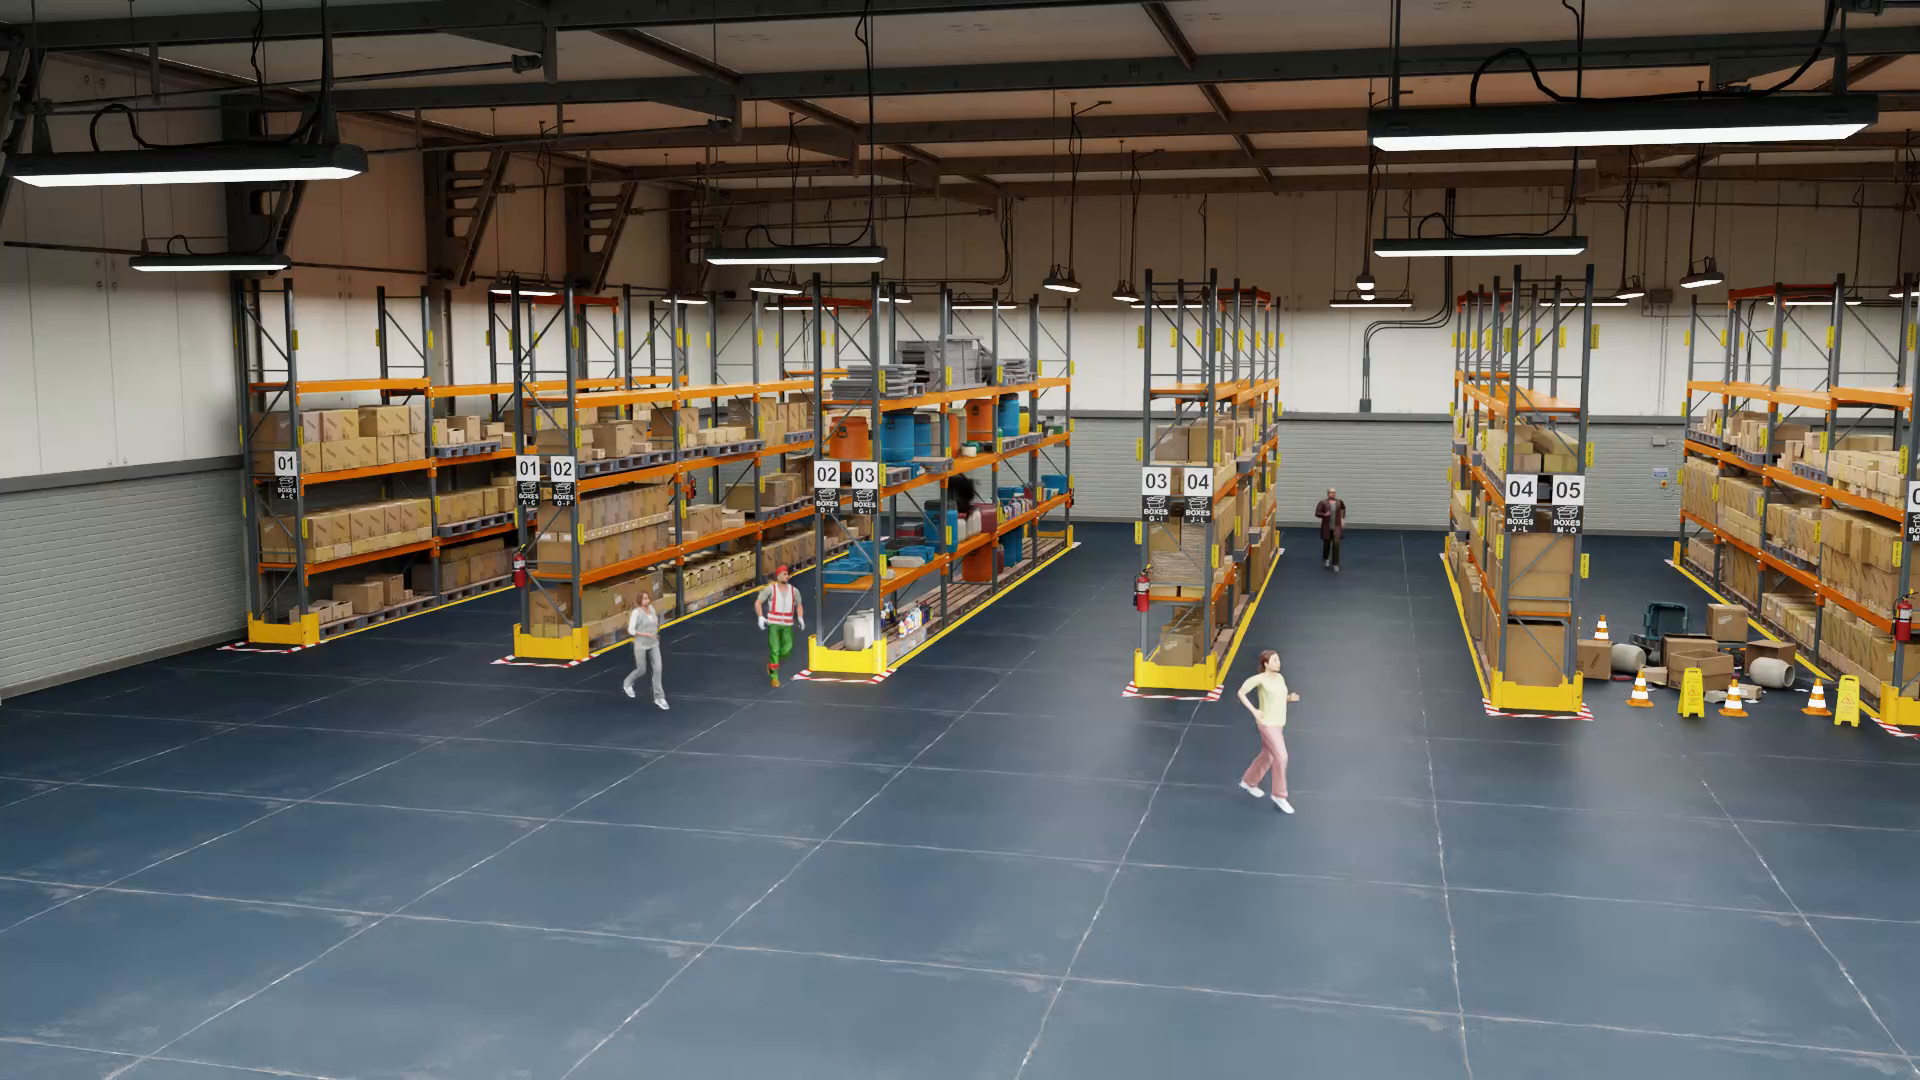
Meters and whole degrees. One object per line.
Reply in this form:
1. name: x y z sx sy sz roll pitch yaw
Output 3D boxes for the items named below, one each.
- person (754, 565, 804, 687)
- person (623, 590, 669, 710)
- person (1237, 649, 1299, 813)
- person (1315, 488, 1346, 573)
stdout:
1. person: -2.625 1.246 24.298 0.717 1.733 0.542 -3 7 -21
2. person: -4.314 1.481 22.799 0.894 1.600 0.552 7 9 44
3. person: 3.329 2.027 17.917 0.742 1.713 0.563 6 9 42
4. person: 8.068 -0.238 36.183 0.701 1.808 0.985 0 7 4
